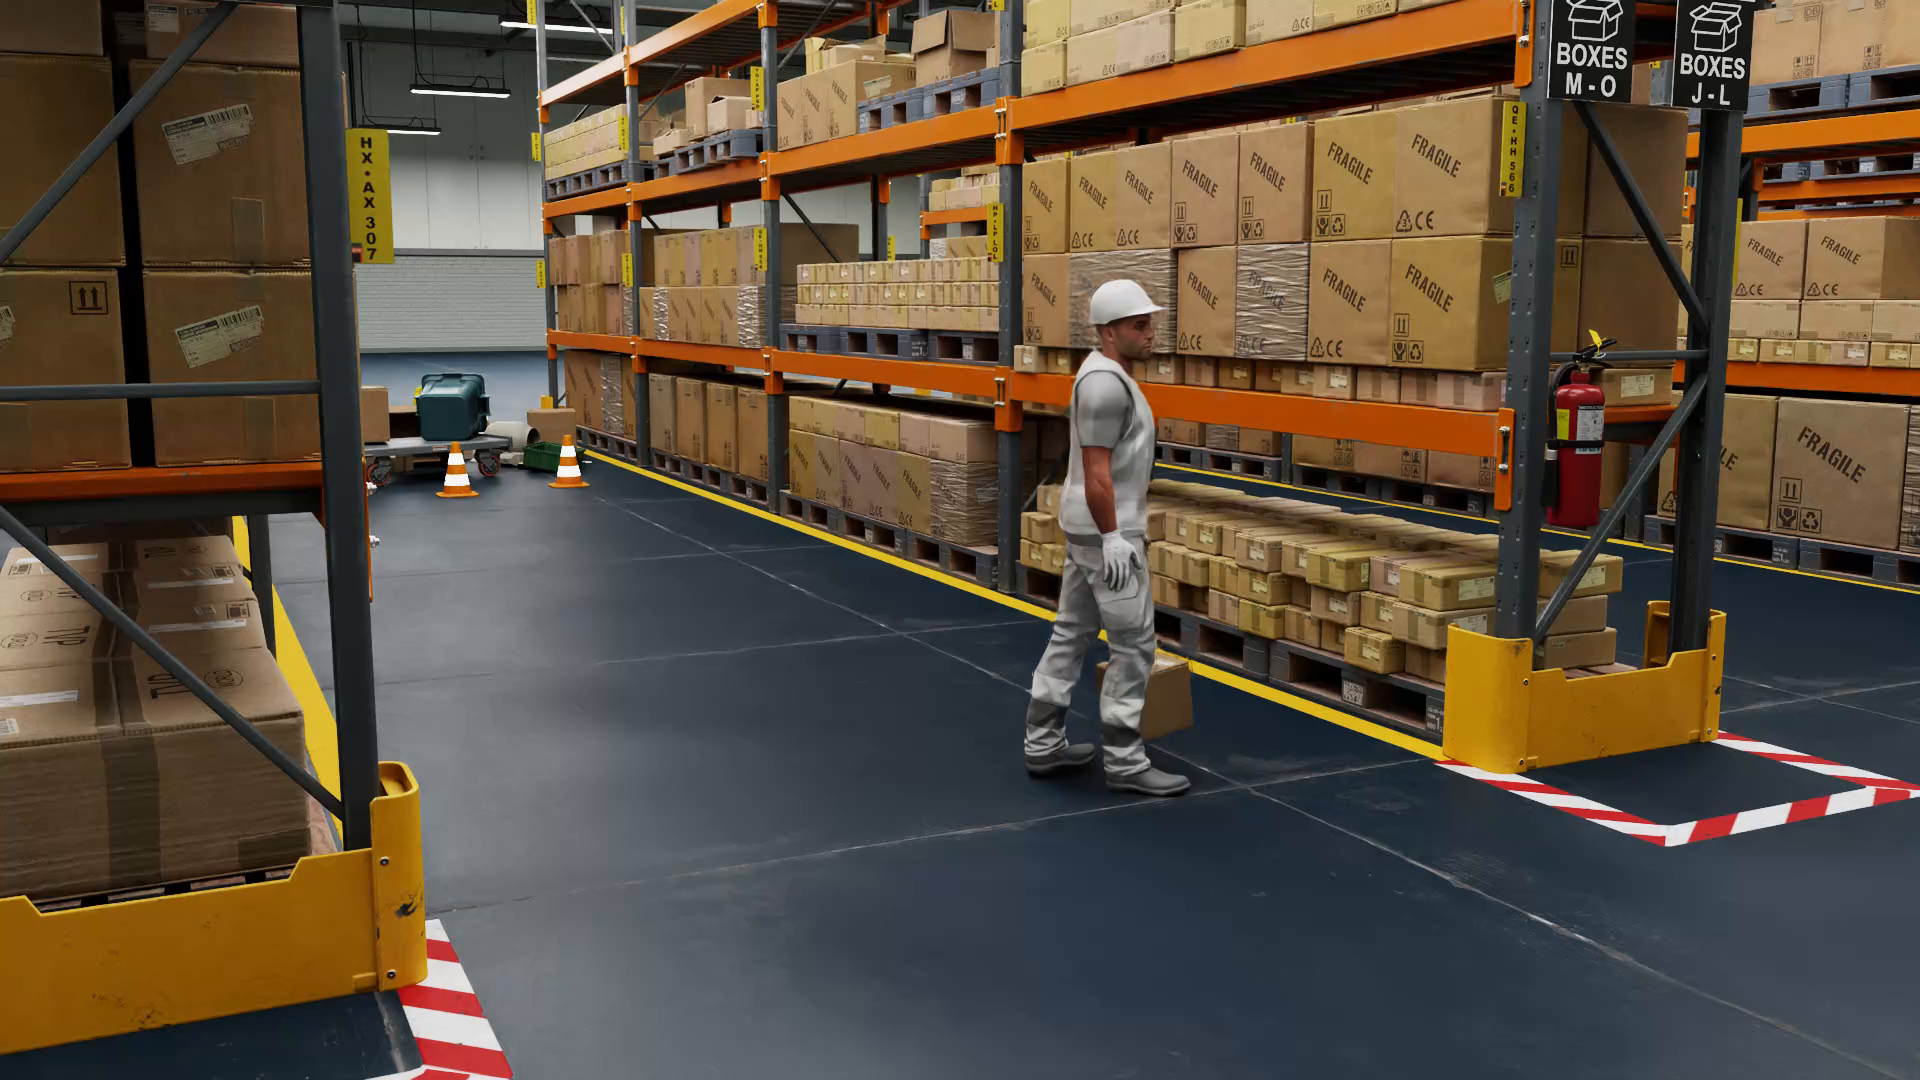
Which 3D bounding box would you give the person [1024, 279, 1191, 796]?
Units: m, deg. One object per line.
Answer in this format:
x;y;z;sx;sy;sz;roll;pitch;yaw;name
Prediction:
0.522;-0.012;5.841;0.581;1.786;0.540;0;8;2;person
